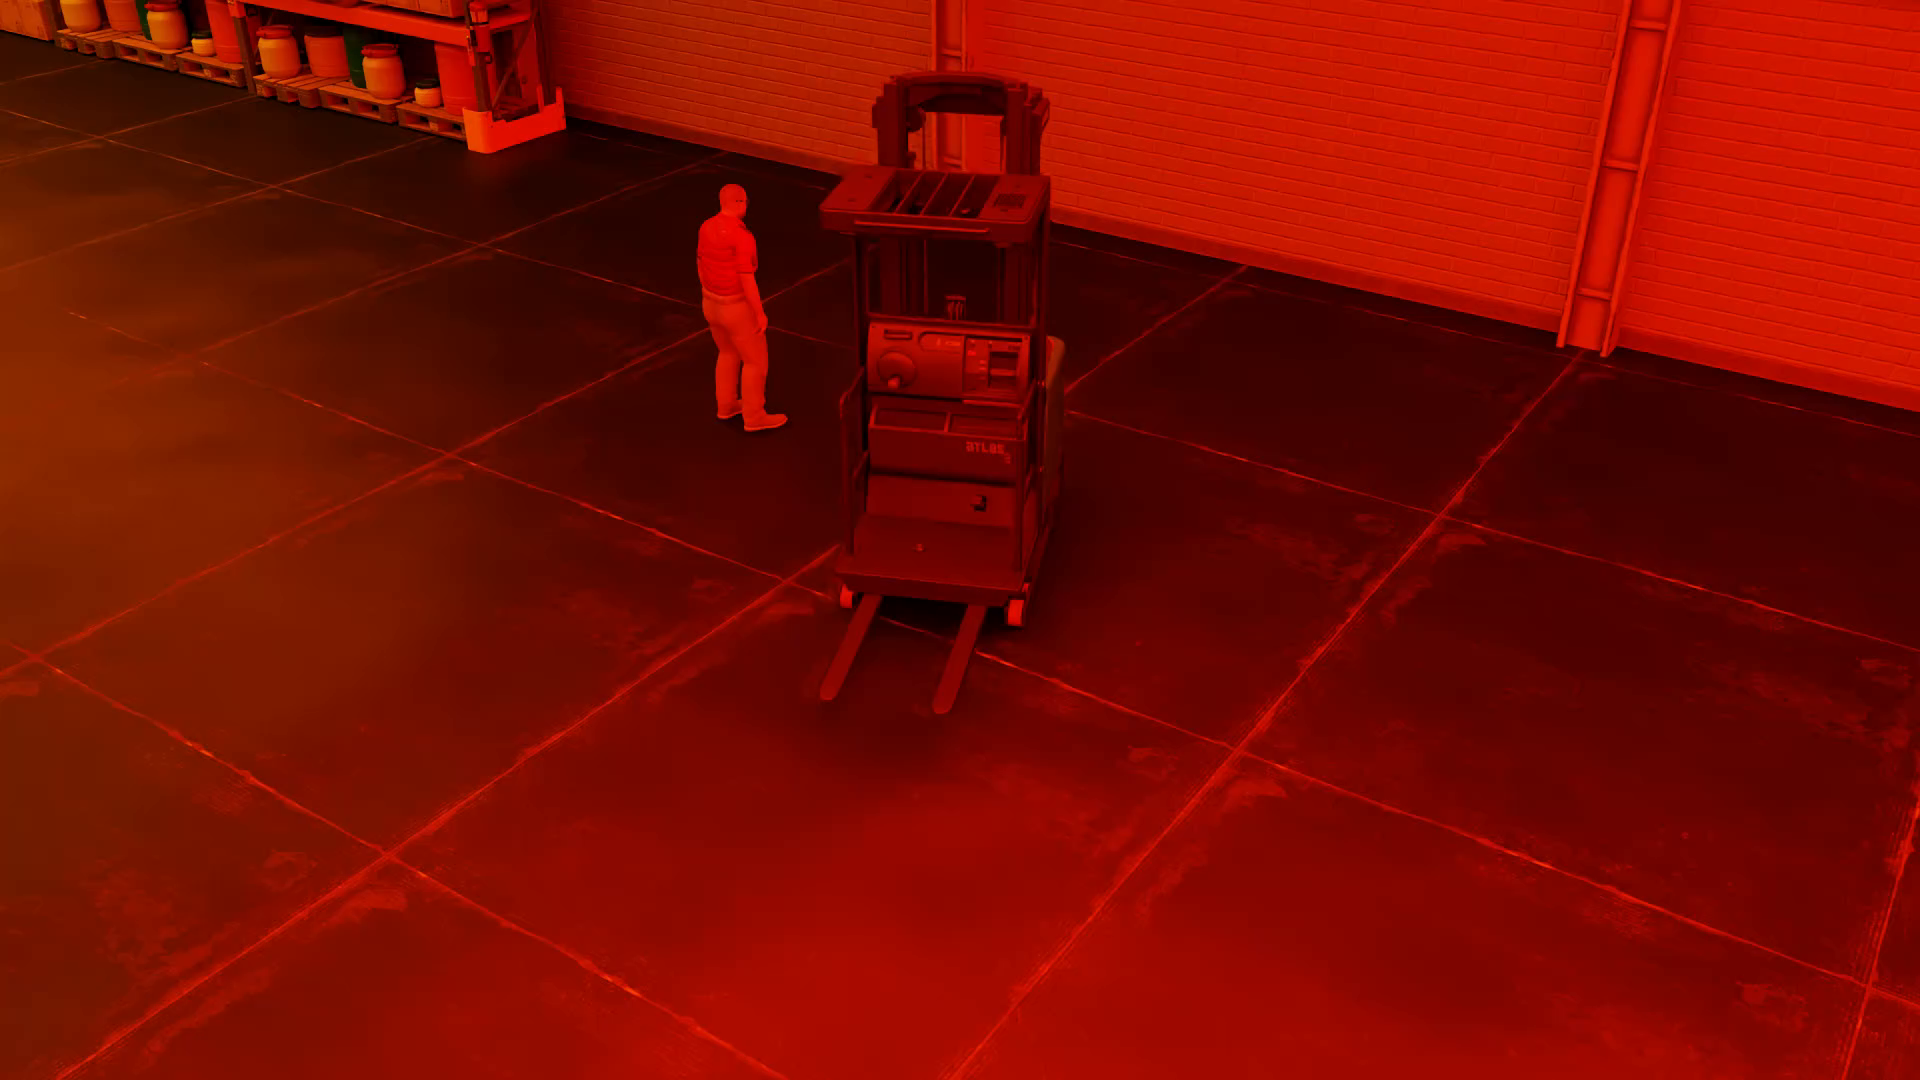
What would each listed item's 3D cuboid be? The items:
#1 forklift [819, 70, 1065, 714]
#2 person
[{"bbox_3d":[-0.106,-0.963,9.239,1.130,2.935,3.031,6,31,10],"label":"forklift"},{"bbox_3d":[-1.561,-1.618,11.567,0.589,1.725,0.396,26,39,37],"label":"person"}]
